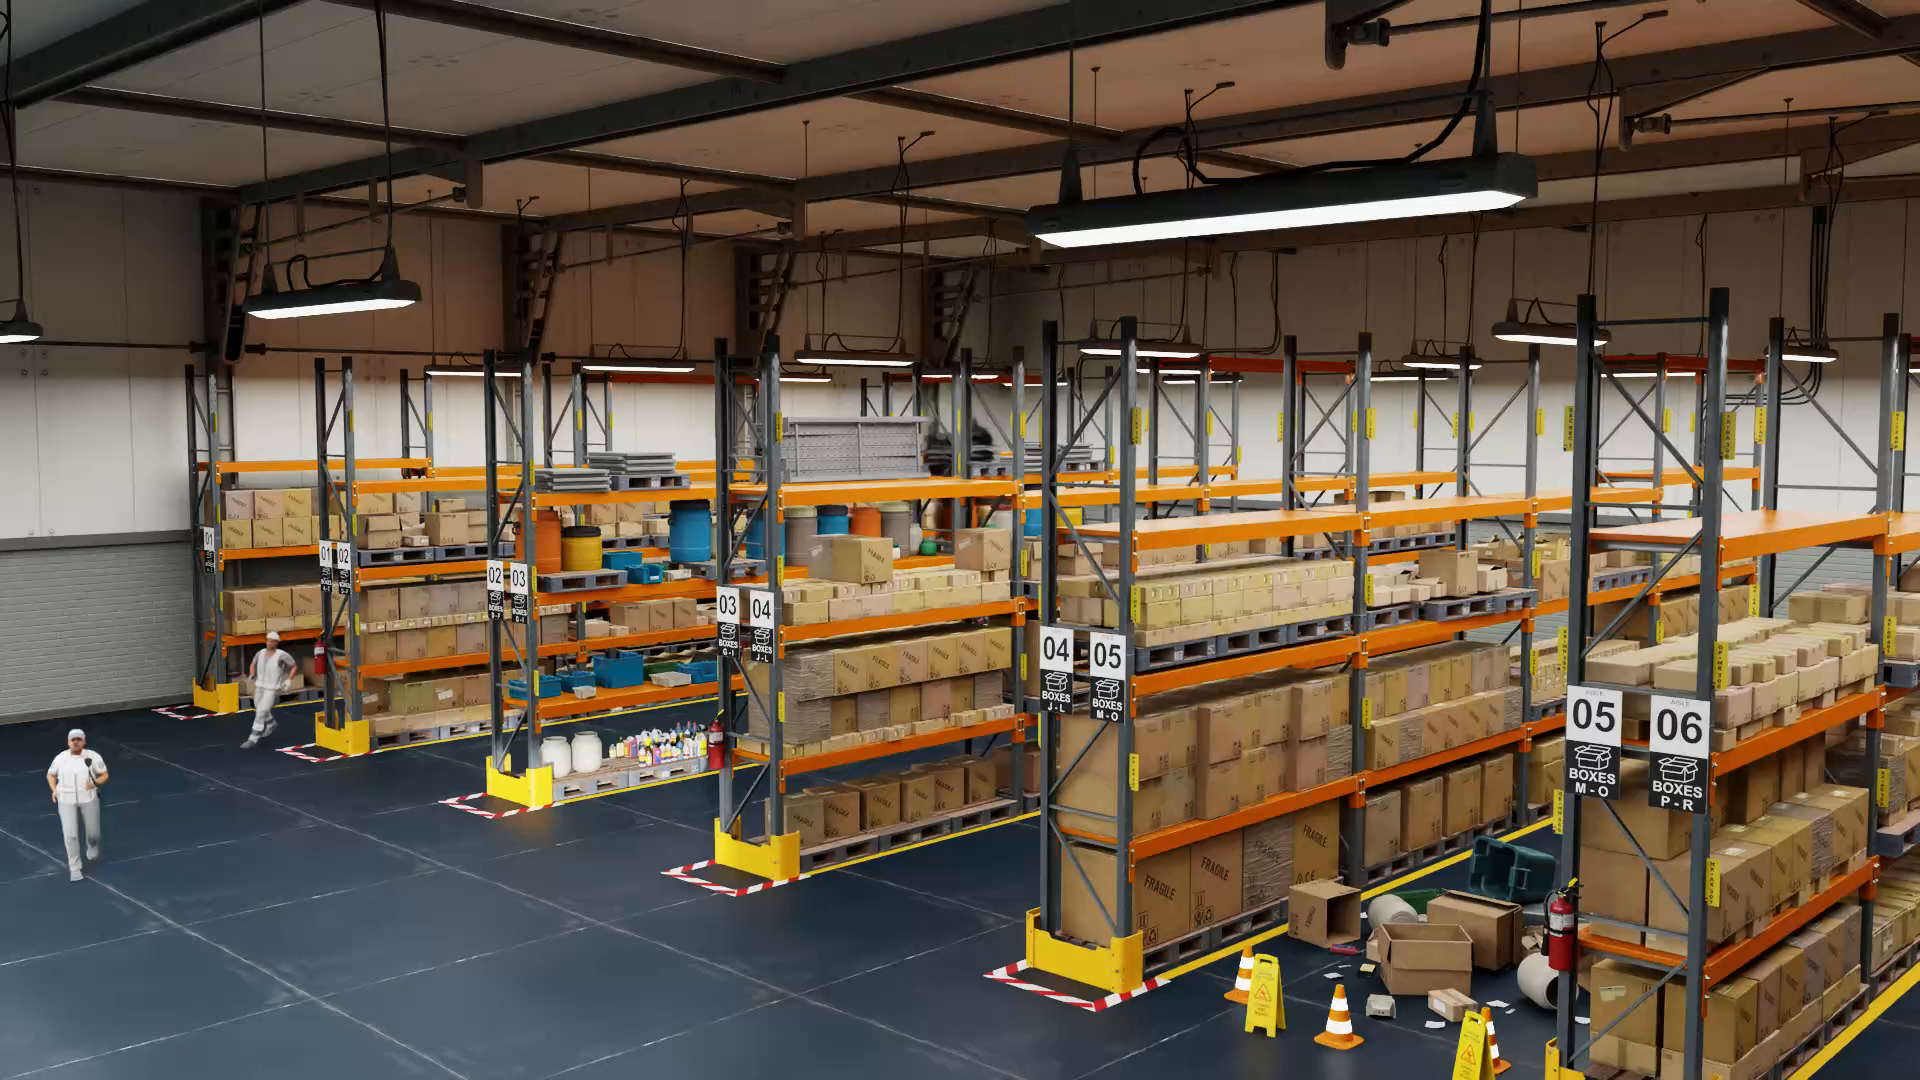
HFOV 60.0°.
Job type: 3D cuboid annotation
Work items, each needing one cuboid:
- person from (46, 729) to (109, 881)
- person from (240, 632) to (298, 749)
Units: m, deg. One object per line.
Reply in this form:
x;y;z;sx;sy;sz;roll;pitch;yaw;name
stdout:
-9.860;2.924;18.596;0.620;1.633;0.794;-2;5;-26;person
-10.711;2.296;25.766;0.717;1.749;0.987;1;4;13;person
